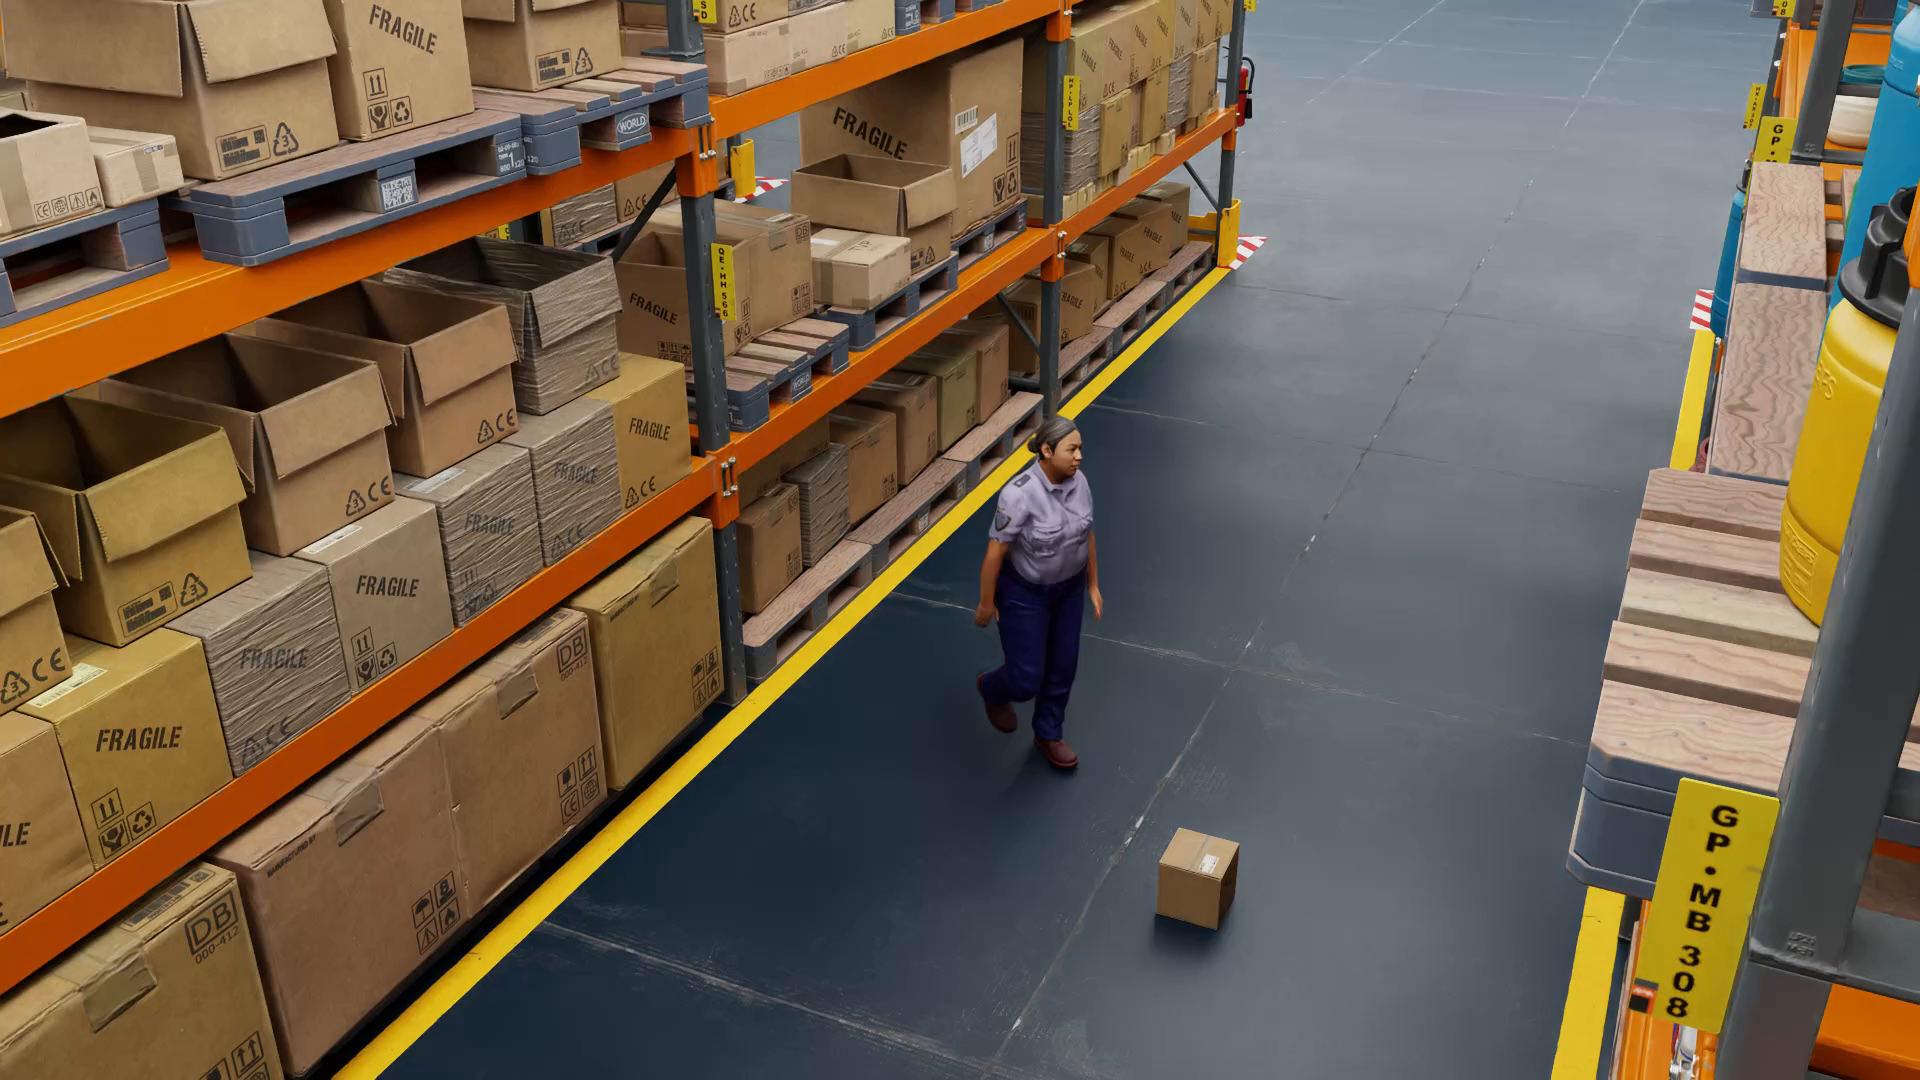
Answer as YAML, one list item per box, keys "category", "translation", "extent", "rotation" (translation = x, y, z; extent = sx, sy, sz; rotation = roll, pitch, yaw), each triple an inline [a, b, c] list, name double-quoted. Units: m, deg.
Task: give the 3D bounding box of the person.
- category: "person"
  translation: [0.295, 0.218, 7.176]
  extent: [0.565, 1.611, 0.534]
  rotation: [-17, 31, -30]
